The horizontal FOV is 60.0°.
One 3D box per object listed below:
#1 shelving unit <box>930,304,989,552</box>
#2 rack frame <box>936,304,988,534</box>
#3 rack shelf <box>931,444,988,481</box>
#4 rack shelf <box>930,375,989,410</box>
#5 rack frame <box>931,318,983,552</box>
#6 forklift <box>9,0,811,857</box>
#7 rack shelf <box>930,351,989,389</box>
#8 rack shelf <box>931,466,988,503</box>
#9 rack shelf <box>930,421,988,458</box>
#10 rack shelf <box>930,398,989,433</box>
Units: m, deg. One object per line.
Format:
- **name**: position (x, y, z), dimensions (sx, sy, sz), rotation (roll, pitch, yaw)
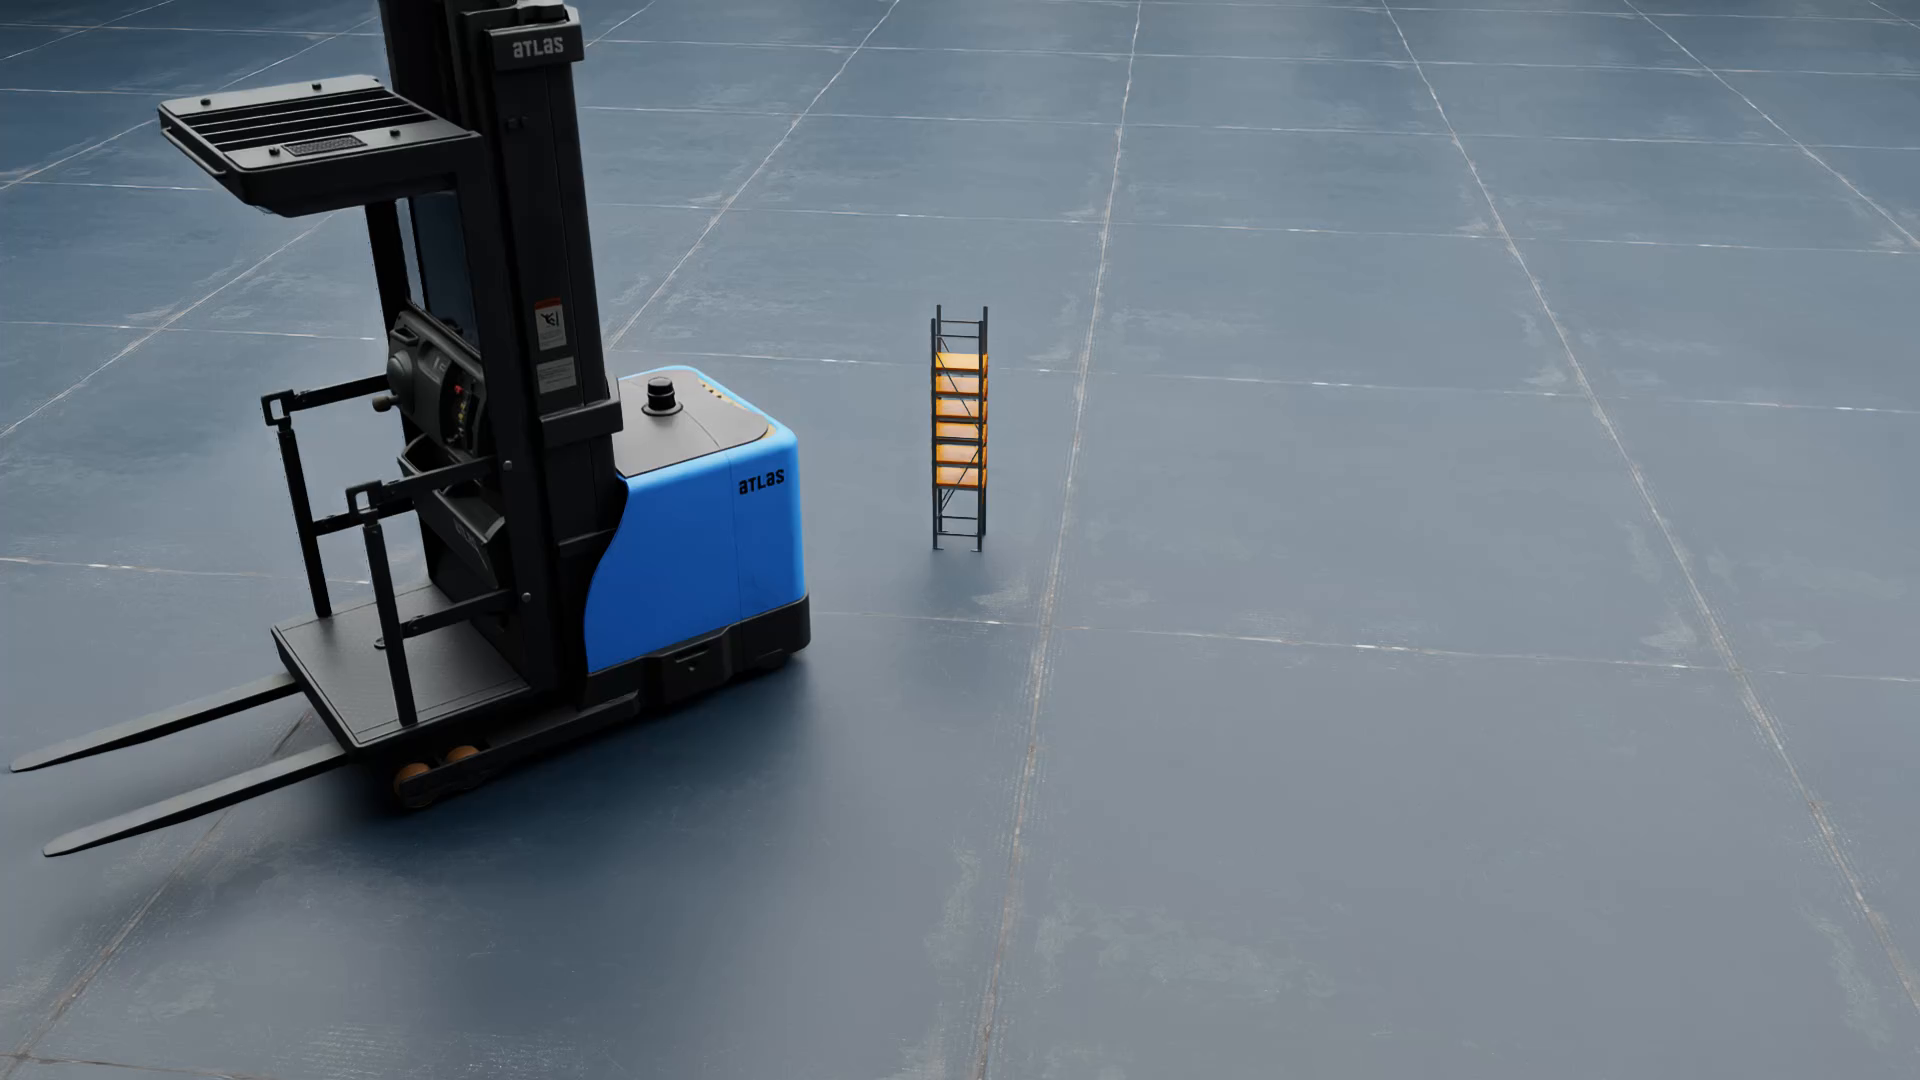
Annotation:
- **shelving unit**: position (-0.002, -0.521, 7.953), dimensions (0.258, 1.200, 0.189), rotation (3, 28, 6)
- **rack frame**: position (0.009, -0.564, 8.033), dimensions (0.240, 1.200, 0.006), rotation (3, 28, 6)
- **rack shelf**: position (-0.002, -0.377, 8.031), dimensions (0.258, 0.103, 0.180), rotation (3, 28, 6)
- **rack shelf**: position (-0.002, -0.694, 7.860), dimensions (0.258, 0.103, 0.180), rotation (3, 28, 6)
- **rack frame**: position (-0.013, -0.478, 7.873), dimensions (0.240, 1.200, 0.006), rotation (3, 28, 6)
- **forklift**: position (-2.142, -0.552, 6.185), dimensions (3.031, 2.935, 1.130), rotation (-19, 34, -31)
- **rack shelf**: position (-0.002, -0.799, 7.803), dimensions (0.258, 0.103, 0.180), rotation (3, 28, 6)
- **rack shelf**: position (-0.002, -0.271, 8.088), dimensions (0.258, 0.103, 0.180), rotation (3, 28, 6)
- **rack shelf**: position (-0.002, -0.482, 7.974), dimensions (0.258, 0.103, 0.180), rotation (3, 28, 6)
- **rack shelf**: position (-0.002, -0.588, 7.917), dimensions (0.258, 0.103, 0.180), rotation (3, 28, 6)
